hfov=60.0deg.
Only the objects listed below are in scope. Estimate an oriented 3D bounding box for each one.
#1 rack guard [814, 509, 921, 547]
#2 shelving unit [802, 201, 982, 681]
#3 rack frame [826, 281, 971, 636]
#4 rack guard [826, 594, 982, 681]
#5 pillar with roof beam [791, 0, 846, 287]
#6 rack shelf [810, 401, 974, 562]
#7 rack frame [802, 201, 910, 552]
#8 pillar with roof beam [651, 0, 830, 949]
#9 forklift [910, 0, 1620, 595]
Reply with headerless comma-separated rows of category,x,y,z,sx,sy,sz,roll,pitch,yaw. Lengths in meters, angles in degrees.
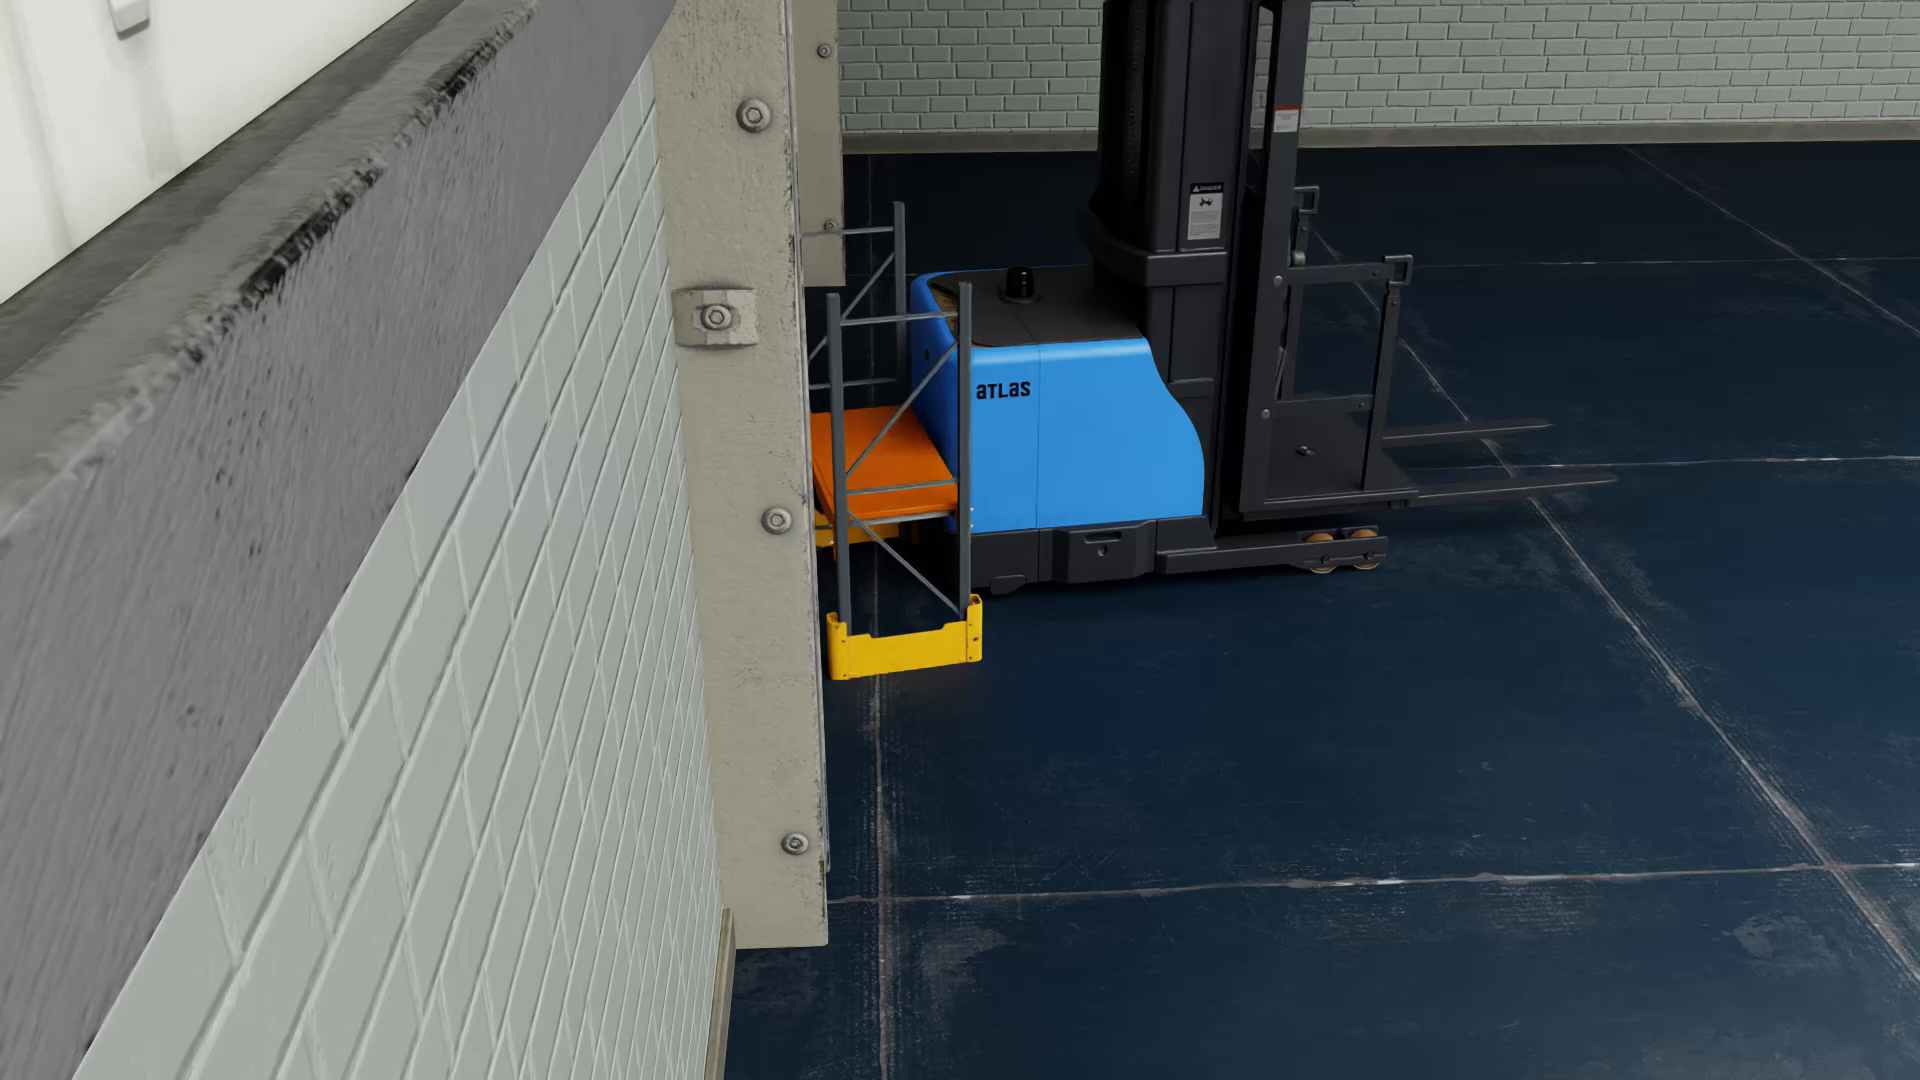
rack guard,-0.460,-0.079,7.131,0.587,0.250,0.087,-7,28,-13
shelving unit,-0.333,-0.410,6.414,0.587,1.500,1.083,-7,28,-13
rack frame,-0.206,-0.187,5.986,0.500,1.500,0.032,-7,28,-13
rack guard,-0.207,0.367,6.276,0.587,0.250,0.087,-7,28,-13
pillar with roof beam,3.428,-5.748,8.540,9.100,9.000,0.400,-1,28,-3
rack shelf,-0.335,-0.255,6.505,0.538,0.185,1.000,-7,28,-13
rack frame,-0.464,-0.642,6.858,0.500,1.500,0.032,-7,28,-13
pillar with roof beam,3.741,-2.977,3.227,9.100,9.000,0.400,-1,28,-3
forklift,1.340,-1.394,6.754,3.031,2.935,1.130,-5,28,-9
